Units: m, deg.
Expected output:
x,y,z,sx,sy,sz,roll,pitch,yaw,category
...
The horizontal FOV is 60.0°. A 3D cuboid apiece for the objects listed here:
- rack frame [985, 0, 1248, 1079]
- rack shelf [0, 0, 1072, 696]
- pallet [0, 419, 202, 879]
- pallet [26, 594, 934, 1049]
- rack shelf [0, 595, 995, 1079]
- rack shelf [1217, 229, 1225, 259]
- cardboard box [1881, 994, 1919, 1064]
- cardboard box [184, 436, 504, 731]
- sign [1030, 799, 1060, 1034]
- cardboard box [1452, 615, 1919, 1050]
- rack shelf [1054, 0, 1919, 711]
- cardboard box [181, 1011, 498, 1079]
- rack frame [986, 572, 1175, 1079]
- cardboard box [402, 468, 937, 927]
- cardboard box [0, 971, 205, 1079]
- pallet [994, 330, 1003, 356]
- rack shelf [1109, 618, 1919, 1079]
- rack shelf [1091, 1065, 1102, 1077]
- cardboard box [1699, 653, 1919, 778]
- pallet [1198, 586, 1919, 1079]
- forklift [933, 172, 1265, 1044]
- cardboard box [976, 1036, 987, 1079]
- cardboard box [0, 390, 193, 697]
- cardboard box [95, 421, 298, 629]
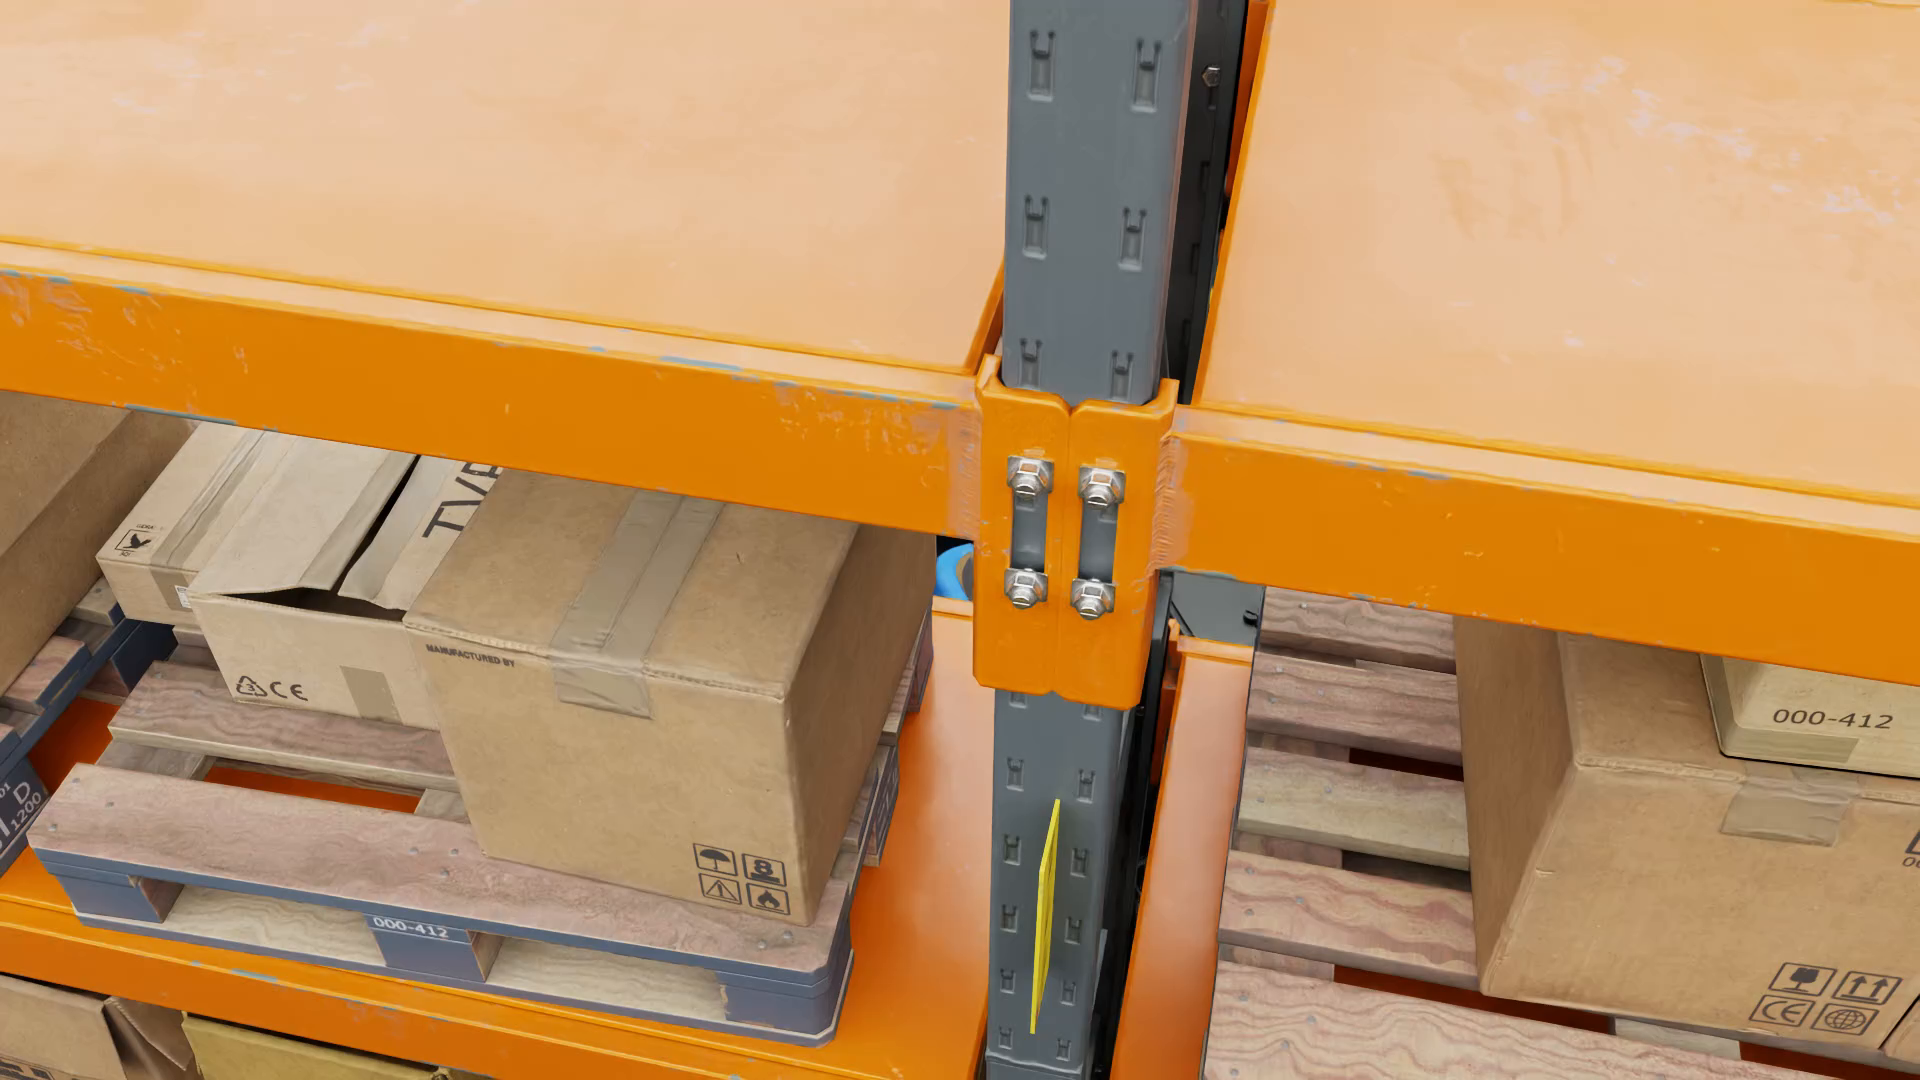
x,y,z,sx,sy,sz,roll,pitch,yaw,category
0.204,-0.728,1.478,0.127,3.000,1.000,9,45,9,rack frame
-1.748,-0.628,2.180,4.000,0.370,1.077,9,45,9,rack shelf
-1.968,0.044,2.975,1.213,0.211,1.003,11,45,11,pallet
-0.702,0.316,2.694,1.217,0.209,0.805,7,44,7,pallet
-1.748,0.309,3.082,4.000,0.370,1.077,9,45,9,rack shelf
-0.667,-1.962,7.605,4.000,0.370,1.077,9,45,9,rack shelf
1.504,0.291,2.134,0.500,0.500,0.700,11,45,11,cardboard box
-0.847,0.006,2.639,0.500,0.311,0.500,7,44,8,cardboard box
0.095,0.422,1.846,0.005,0.325,0.100,9,45,9,sign
0.980,0.207,2.222,0.500,0.500,0.700,6,44,7,cardboard box
2.155,-0.022,1.551,4.000,0.370,1.077,9,45,9,rack shelf
-1.089,0.833,3.386,0.637,0.503,0.797,9,45,10,cardboard box
0.204,1.433,3.558,0.127,3.000,1.000,9,45,9,rack frame
-0.365,0.084,2.422,0.500,0.500,0.700,10,45,10,cardboard box
-1.699,0.749,3.473,0.637,0.503,0.797,10,45,10,cardboard box
0.541,-1.059,8.158,1.213,0.211,1.003,9,45,9,pallet
2.155,0.915,2.453,4.000,0.370,1.077,9,45,9,rack shelf
2.155,1.995,3.493,4.000,0.370,1.077,9,45,9,rack shelf
1.120,0.006,1.890,0.500,0.250,0.500,6,44,6,cardboard box
1.000,0.515,2.413,1.213,0.211,1.003,9,45,9,pallet
0.868,0.605,4.467,1.130,2.935,3.031,-14,46,-14,forklift
-0.191,1.158,3.771,0.500,0.500,0.500,9,45,9,cardboard box
-1.702,-0.147,2.659,0.637,0.503,0.797,8,45,8,cardboard box
-1.217,-0.035,2.799,0.250,0.149,0.380,7,44,7,cardboard box
